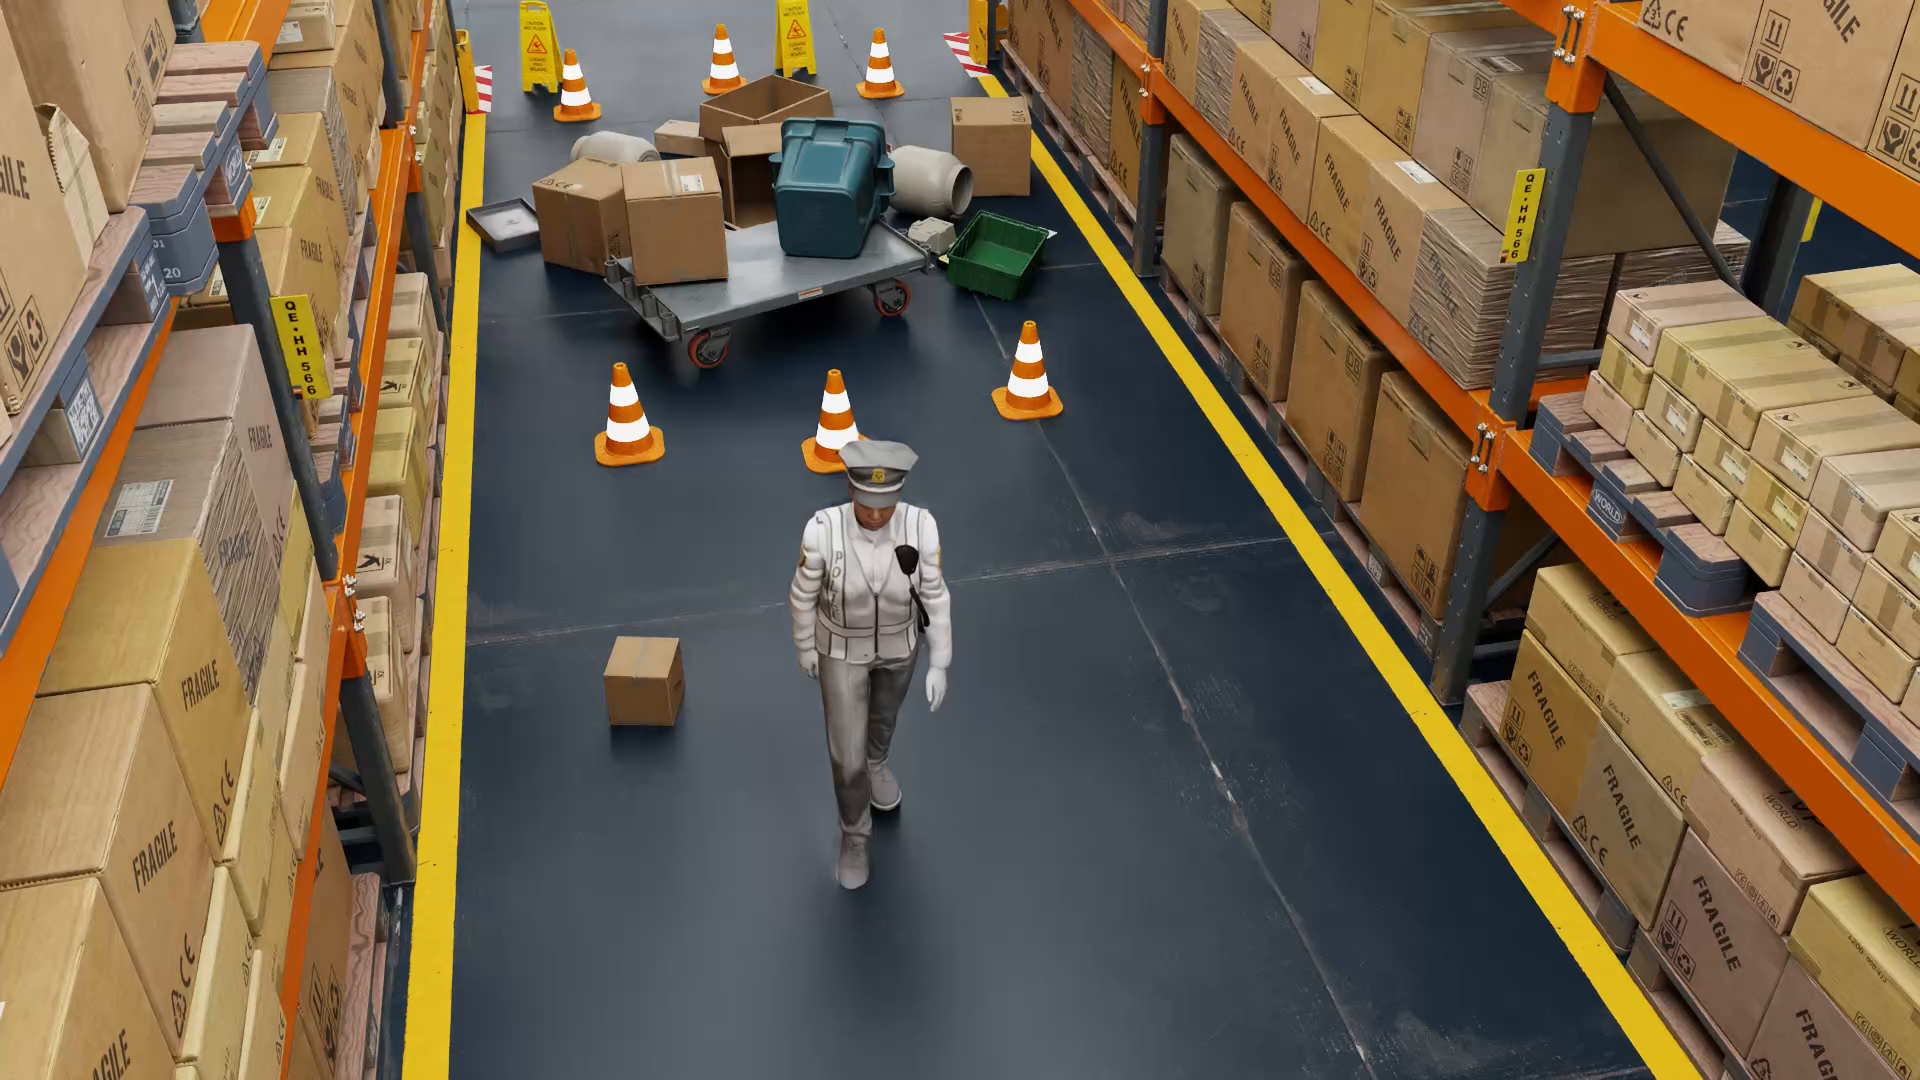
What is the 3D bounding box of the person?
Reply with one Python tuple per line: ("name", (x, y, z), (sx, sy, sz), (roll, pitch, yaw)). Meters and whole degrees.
("person", (-0.303, 0.378, 5.622), (0.507, 1.731, 0.581), (-9, 36, -13))
